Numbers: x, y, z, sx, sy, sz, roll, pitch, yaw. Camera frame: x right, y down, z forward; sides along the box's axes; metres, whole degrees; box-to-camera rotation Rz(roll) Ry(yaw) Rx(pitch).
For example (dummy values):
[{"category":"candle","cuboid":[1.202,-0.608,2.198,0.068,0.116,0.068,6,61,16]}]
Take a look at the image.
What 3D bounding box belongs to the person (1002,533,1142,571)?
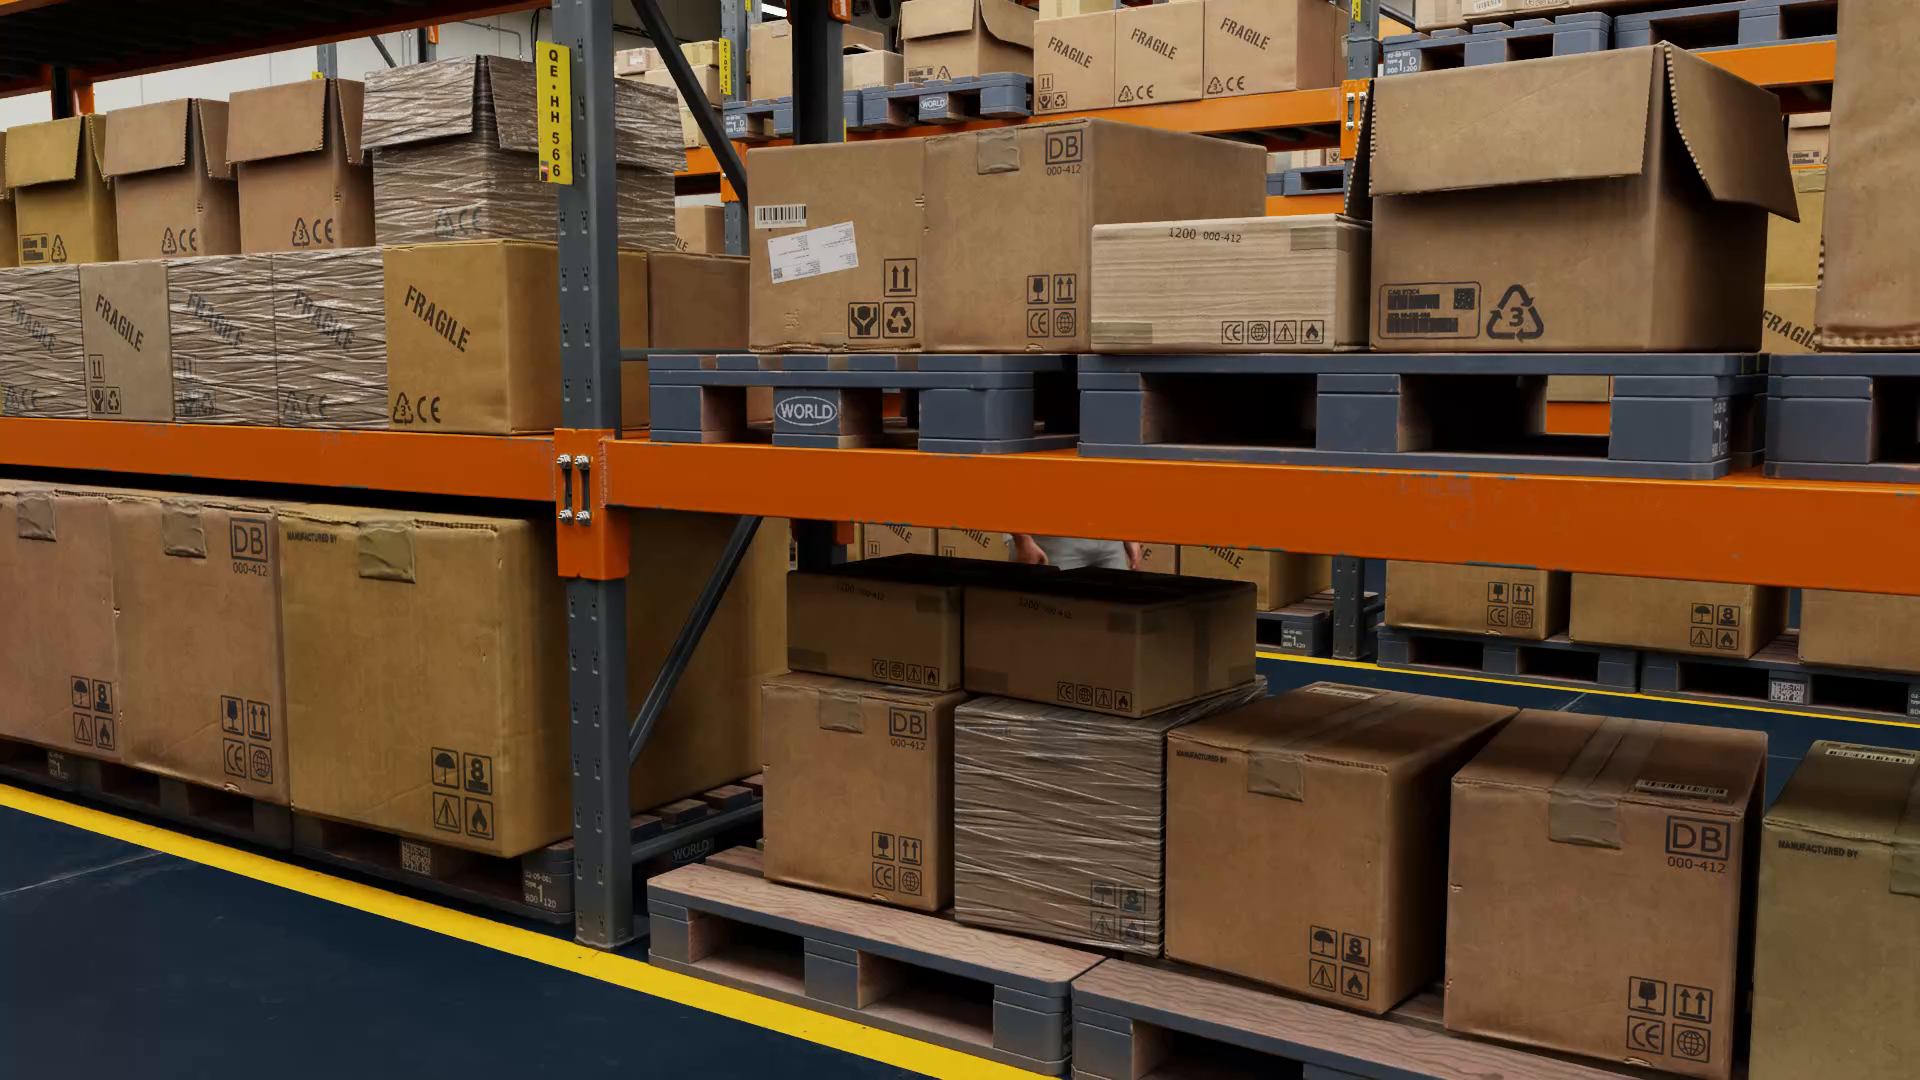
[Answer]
[{"category":"person","cuboid":[0.379,0.005,5.692,0.589,1.747,0.434,-5,8,-40]}]
